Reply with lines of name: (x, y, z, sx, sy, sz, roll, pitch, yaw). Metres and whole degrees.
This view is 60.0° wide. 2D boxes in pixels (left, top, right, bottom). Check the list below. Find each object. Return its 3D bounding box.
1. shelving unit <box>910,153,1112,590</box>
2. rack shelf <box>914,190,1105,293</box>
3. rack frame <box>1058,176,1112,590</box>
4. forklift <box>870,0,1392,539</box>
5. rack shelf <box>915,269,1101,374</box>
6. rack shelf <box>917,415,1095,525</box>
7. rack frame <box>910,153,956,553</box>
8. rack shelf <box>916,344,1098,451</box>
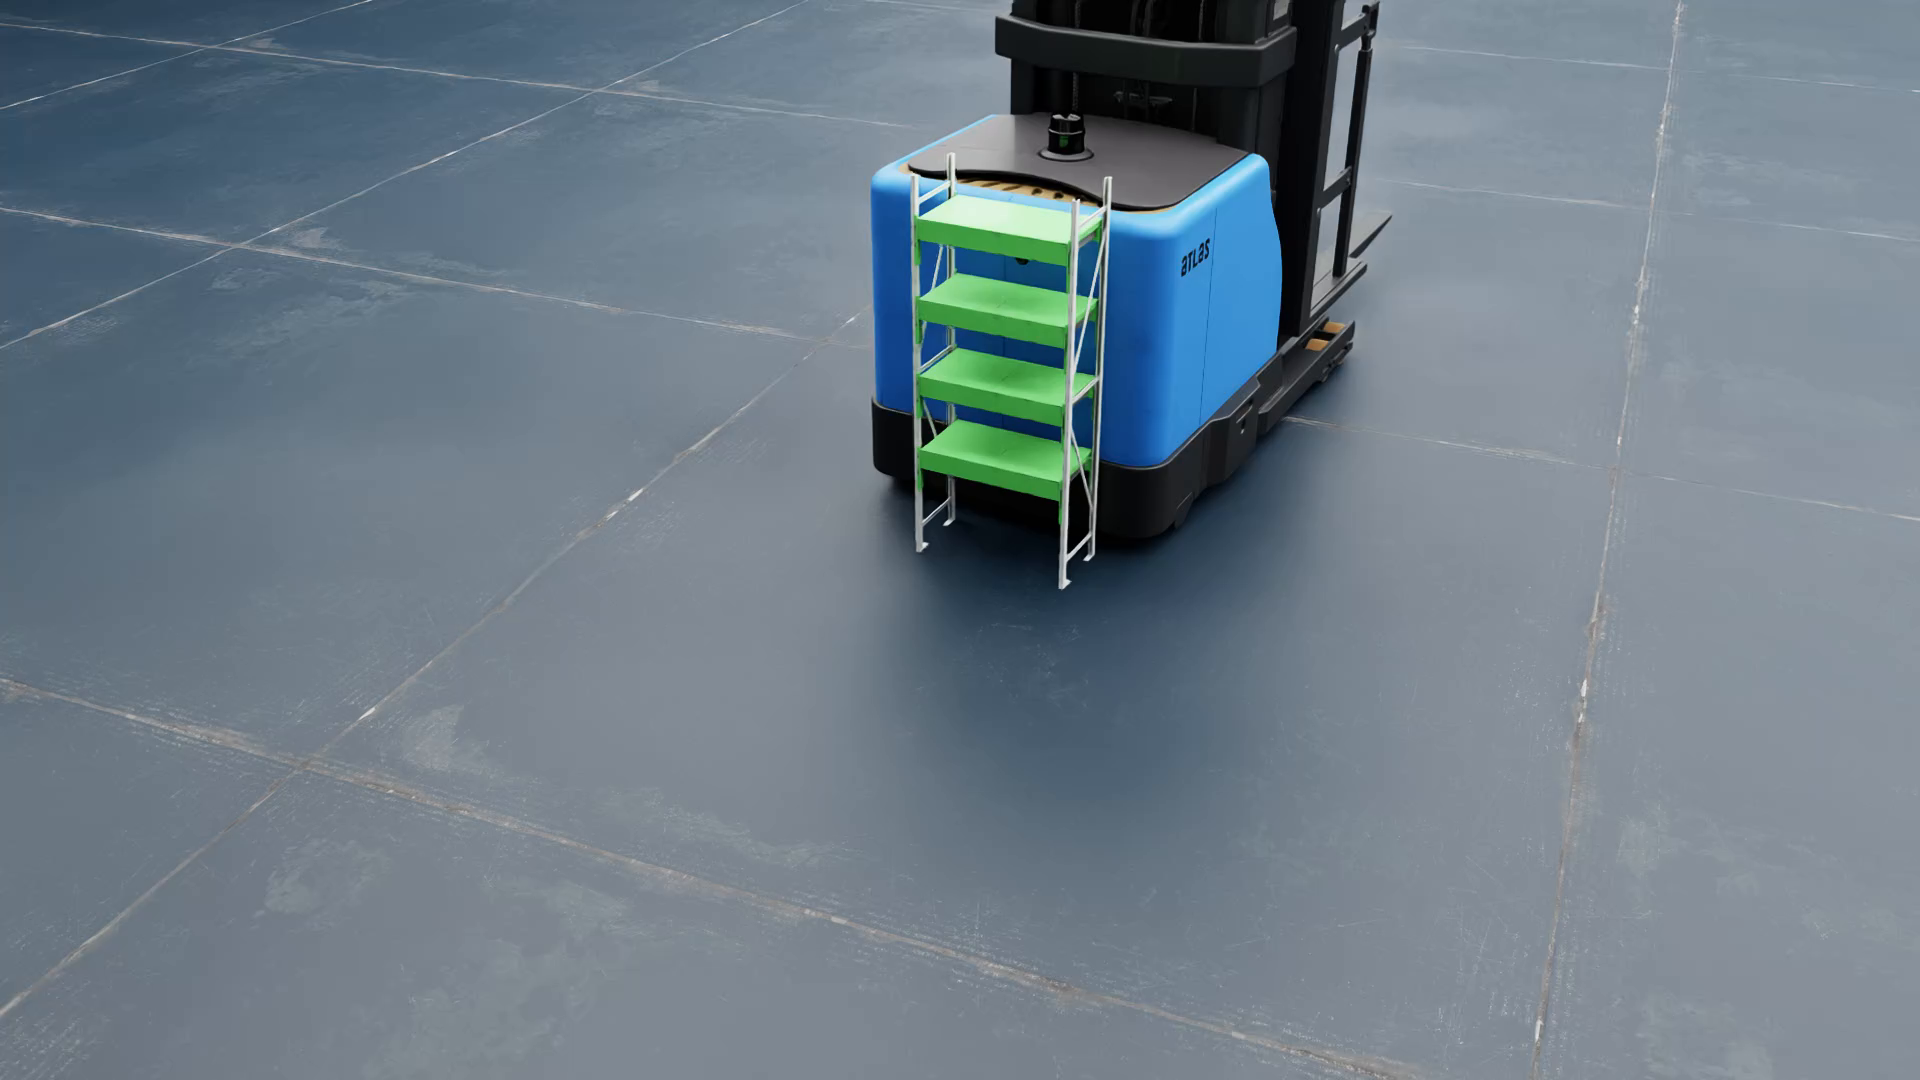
shelving unit: (0.141, -0.482, 4.883, 0.503, 1.200, 0.258, 14, 33, 24)
rack shelf: (0.141, -0.844, 4.678, 0.480, 0.148, 0.258, 14, 33, 24)
rack frame: (0.357, -0.426, 4.784, 0.015, 1.200, 0.240, 14, 33, 24)
forklift: (0.875, -1.973, 5.761, 1.130, 2.935, 3.031, 16, 33, 25)
rack shelf: (0.141, -0.635, 4.796, 0.480, 0.148, 0.258, 14, 33, 24)
rack shelf: (0.141, -0.217, 5.032, 0.480, 0.148, 0.258, 14, 33, 24)
rack frame: (-0.076, -0.537, 4.981, 0.015, 1.200, 0.240, 14, 33, 24)
rack shelf: (0.141, -0.426, 4.914, 0.480, 0.148, 0.258, 14, 33, 24)
